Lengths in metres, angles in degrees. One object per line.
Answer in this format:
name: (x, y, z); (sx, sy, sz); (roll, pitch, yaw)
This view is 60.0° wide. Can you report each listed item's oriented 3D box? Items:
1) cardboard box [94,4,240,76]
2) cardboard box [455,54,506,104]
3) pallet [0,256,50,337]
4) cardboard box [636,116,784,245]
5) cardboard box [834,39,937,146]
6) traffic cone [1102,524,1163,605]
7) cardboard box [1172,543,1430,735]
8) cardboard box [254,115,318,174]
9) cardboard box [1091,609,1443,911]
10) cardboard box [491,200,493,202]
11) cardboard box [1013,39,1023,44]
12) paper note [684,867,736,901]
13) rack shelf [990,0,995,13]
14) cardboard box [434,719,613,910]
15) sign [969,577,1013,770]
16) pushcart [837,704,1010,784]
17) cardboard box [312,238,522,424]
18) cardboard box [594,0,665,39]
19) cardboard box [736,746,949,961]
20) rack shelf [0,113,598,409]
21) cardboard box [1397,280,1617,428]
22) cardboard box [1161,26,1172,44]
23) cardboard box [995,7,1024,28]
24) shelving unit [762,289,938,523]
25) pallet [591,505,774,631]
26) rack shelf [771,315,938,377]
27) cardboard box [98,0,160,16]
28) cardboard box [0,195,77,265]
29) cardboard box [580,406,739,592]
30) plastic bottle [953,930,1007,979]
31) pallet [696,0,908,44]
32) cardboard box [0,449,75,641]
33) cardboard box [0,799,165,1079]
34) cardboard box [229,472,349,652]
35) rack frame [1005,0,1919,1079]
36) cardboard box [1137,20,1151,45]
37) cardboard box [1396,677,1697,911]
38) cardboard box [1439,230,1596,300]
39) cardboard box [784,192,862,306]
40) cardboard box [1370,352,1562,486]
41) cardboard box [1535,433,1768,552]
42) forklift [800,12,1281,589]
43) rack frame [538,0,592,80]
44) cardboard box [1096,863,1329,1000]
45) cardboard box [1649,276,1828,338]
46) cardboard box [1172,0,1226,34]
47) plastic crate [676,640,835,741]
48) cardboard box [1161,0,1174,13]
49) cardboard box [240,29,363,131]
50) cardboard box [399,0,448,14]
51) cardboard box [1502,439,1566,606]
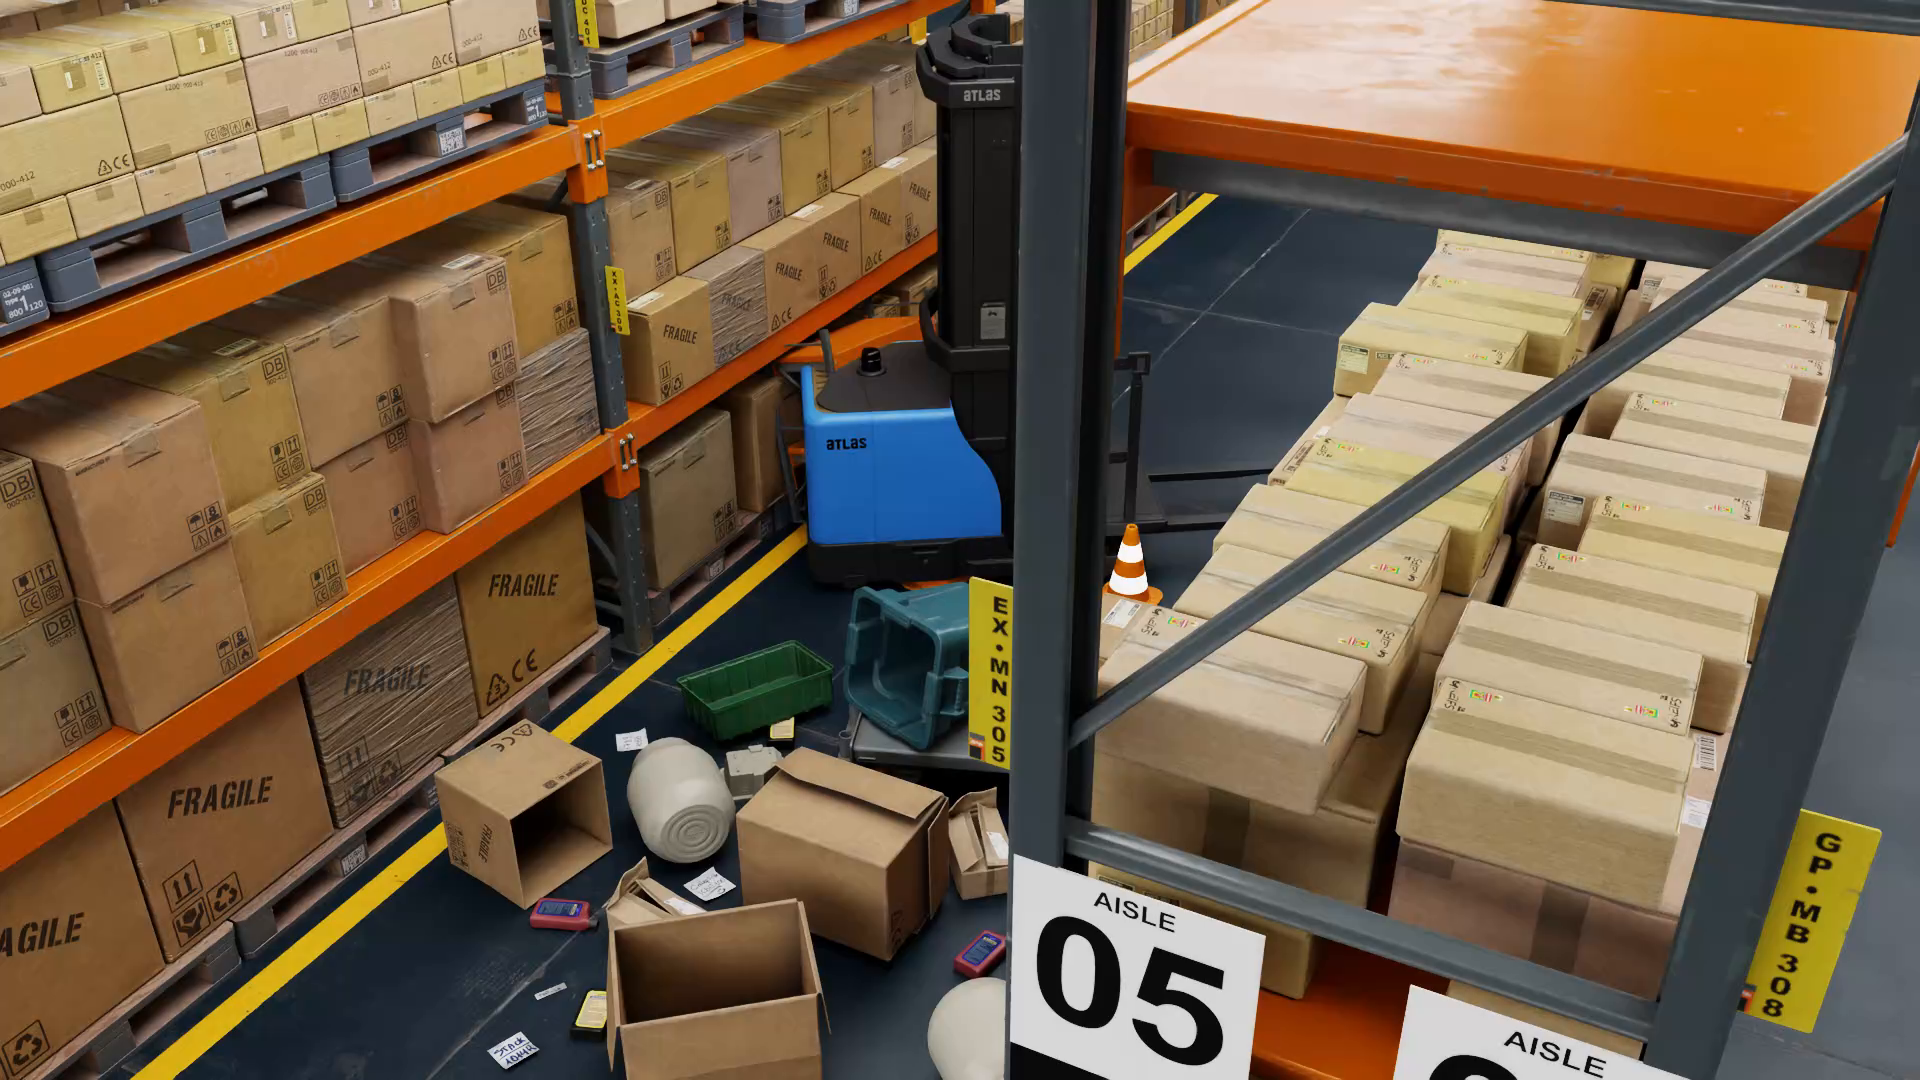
cardboard box: (-2.661, -1.682, 5.583); (0.380, 0.149, 0.250); (15, 33, 24)
cardboard box: (-2.082, -1.898, 6.761); (0.380, 0.149, 0.250); (15, 33, 24)
pallet: (-3.580, -0.647, 4.941); (1.003, 0.211, 1.213); (14, 33, 23)
cardboard box: (-1.402, -1.977, 9.076); (0.700, 0.500, 0.500); (15, 33, 24)
cardboard box: (-0.478, -2.880, 10.648); (0.700, 0.500, 0.500); (14, 33, 23)
traffic cone: (0.927, 0.129, 9.060); (0.336, 0.463, 0.334); (14, 33, 23)
cardboard box: (0.587, 0.165, 2.890); (0.380, 0.149, 0.250); (15, 33, 24)
cardboard box: (-2.546, -1.444, 5.971); (0.380, 0.149, 0.250); (14, 33, 23)
cardboard box: (0.537, 0.372, 2.929); (0.500, 0.250, 0.500); (14, 33, 23)
cardboard box: (-4.301, -3.331, 14.251); (1.225, 0.875, 0.875); (13, 32, 21)
cardboard box: (0.597, -3.557, 12.165); (0.380, 0.149, 0.250); (16, 33, 26)
paper note: (-1.076, 1.482, 7.147); (0.155, 0.023, 0.172); (-25, 38, -36)
rack shelf: (0.647, -4.475, 12.241); (1.077, 0.370, 4.000); (14, 33, 23)
cardboard box: (-1.880, 1.178, 7.195); (0.500, 0.500, 0.500); (21, 36, 32)
sign: (0.059, 0.206, 2.479); (0.100, 0.325, 0.005); (14, 33, 23)
pushcart: (0.314, 0.894, 7.814); (1.648, 0.377, 0.936); (4, 30, 6)
cardboard box: (-2.432, -0.934, 7.129); (0.875, 0.550, 0.550); (14, 33, 23)
cardboard box: (-1.589, -2.505, 7.701); (0.258, 0.266, 0.396); (14, 33, 22)
cardboard box: (-0.491, 1.279, 6.880); (0.797, 0.637, 0.503); (14, 33, 23)
rack shelf: (-2.997, -0.928, 6.065); (1.077, 0.370, 4.000); (14, 33, 23)
cardboard box: (1.456, -0.530, 4.501); (0.500, 0.250, 0.500); (15, 33, 24)
cardboard box: (1.553, -4.225, 13.926); (0.380, 0.149, 0.250); (14, 33, 22)
cardboard box: (0.381, -4.060, 13.041); (0.380, 0.149, 0.250); (16, 33, 25)
shelving unit: (-0.569, -0.796, 9.772); (0.538, 1.125, 1.048); (3, 21, 34)
pallet: (-1.802, 0.024, 9.497); (1.003, 0.211, 1.213); (14, 33, 23)
rack shelf: (-0.616, -1.072, 9.685); (0.538, 0.278, 1.000); (3, 21, 34)
cardboard box: (-3.133, -1.941, 6.034); (0.380, 0.149, 0.250); (14, 33, 23)
cardboard box: (-3.007, -0.997, 5.193); (0.380, 0.149, 0.250); (14, 33, 23)
cardboard box: (-1.884, -0.328, 9.147); (1.050, 0.750, 0.750); (14, 33, 23)
plastic bottle: (0.109, 1.673, 6.776); (0.133, 0.061, 0.283); (21, 36, 32)
pallet: (-1.017, -3.024, 9.182); (1.003, 0.211, 1.213); (16, 33, 26)
cardboard box: (-3.537, -0.007, 5.515); (0.875, 0.550, 0.550); (14, 33, 23)
cardboard box: (-3.658, 1.371, 6.063); (0.875, 0.875, 0.875); (14, 33, 24)
cardboard box: (-2.977, -0.006, 6.597); (0.875, 0.550, 0.500); (14, 33, 23)
rack frame: (0.544, -0.576, 1.717); (1.000, 3.000, 0.127); (14, 33, 23)
cardboard box: (1.318, -4.127, 13.457); (0.380, 0.149, 0.250); (16, 33, 25)
cardboard box: (0.888, 0.376, 2.522); (0.380, 0.149, 0.250); (14, 33, 23)
cardboard box: (1.500, -0.751, 4.486); (0.380, 0.149, 0.250); (13, 32, 22)
cardboard box: (-0.916, -1.712, 9.618); (0.500, 0.500, 0.500); (15, 33, 24)
cardboard box: (1.109, -0.270, 3.647); (0.380, 0.149, 0.250); (13, 32, 22)
cardboard box: (1.365, -0.062, 3.285); (0.380, 0.149, 0.250); (14, 33, 23)
forklift: (0.621, -1.305, 9.080); (3.031, 2.935, 1.130); (-3, 30, -5)
rack frame: (-2.086, -3.428, 6.683); (1.000, 3.000, 0.127); (14, 33, 23)
cardboard box: (0.458, 0.612, 2.913); (0.380, 0.149, 0.250); (14, 33, 23)
cardboard box: (1.885, -0.505, 4.057); (0.380, 0.149, 0.250); (15, 33, 24)
cardboard box: (2.008, -4.707, 14.536); (0.500, 0.500, 0.500); (14, 33, 22)
plastic crate: (-0.999, 0.742, 8.211); (0.662, 0.188, 0.450); (-18, 24, -28)
cardboard box: (1.549, -4.482, 13.775); (0.380, 0.149, 0.250); (16, 33, 26)
cardboard box: (-2.542, -1.695, 6.007); (0.500, 0.250, 0.500); (14, 33, 23)
cardboard box: (-2.199, -2.132, 6.367); (0.380, 0.149, 0.250); (14, 33, 23)
cardboard box: (1.462, 0.042, 3.504); (0.500, 0.250, 0.500); (15, 33, 25)
